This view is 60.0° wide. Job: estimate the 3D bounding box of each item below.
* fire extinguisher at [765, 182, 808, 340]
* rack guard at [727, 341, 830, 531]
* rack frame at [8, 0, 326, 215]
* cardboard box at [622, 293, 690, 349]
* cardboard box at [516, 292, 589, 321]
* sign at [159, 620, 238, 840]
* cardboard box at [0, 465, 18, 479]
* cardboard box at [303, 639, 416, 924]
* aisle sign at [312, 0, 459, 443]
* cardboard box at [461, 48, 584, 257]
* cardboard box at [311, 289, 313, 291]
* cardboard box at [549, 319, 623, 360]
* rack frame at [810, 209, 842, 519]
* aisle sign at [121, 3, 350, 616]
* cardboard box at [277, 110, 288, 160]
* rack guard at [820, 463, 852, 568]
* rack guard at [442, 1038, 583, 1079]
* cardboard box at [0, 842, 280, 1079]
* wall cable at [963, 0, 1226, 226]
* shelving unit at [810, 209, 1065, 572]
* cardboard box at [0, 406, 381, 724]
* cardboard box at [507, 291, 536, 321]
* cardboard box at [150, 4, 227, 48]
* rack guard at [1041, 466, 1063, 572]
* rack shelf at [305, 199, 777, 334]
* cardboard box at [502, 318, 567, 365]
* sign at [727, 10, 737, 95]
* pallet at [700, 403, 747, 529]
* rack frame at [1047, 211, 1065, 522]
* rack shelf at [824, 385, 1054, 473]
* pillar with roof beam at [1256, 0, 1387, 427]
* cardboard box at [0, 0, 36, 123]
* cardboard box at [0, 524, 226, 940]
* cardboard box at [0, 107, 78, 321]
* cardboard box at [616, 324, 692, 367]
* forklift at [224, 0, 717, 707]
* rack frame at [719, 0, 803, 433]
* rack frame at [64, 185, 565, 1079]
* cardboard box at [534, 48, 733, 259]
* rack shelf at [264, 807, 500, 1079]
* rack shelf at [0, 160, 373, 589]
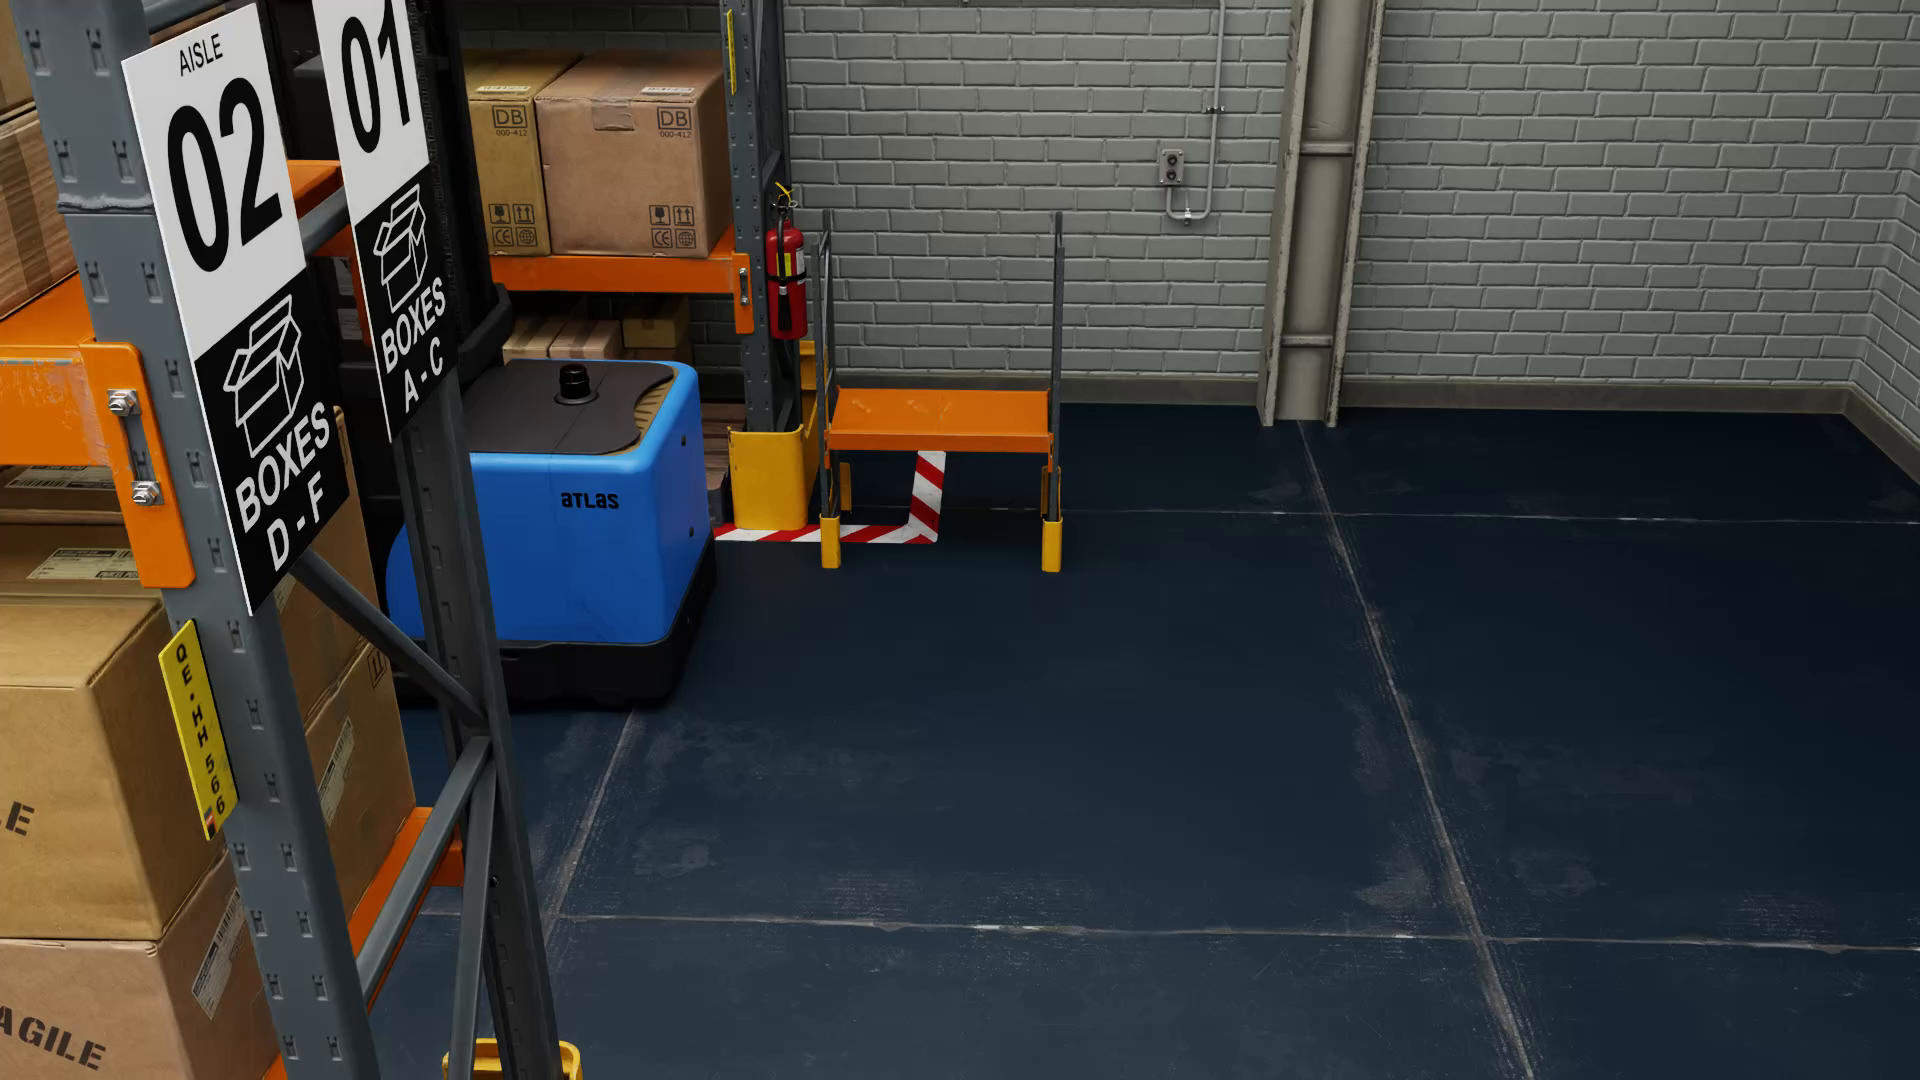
[{"bbox_3d":[-0.771,-1.228,7.344,0.183,0.674,0.296,1,28,2],"label":"fire extinguisher"},{"bbox_3d":[-0.881,-0.540,8.235,0.348,0.500,1.175,1,28,2],"label":"rack guard"},{"bbox_3d":[-1.076,-1.977,1.871,0.127,3.000,1.000,1,28,2],"label":"rack frame"},{"bbox_3d":[-1.476,-1.069,8.092,0.250,0.149,0.380,1,28,2],"label":"cardboard box"},{"bbox_3d":[-1.982,-1.077,8.107,0.250,0.149,0.380,1,28,2],"label":"cardboard box"},{"bbox_3d":[-1.116,0.282,2.442,0.005,0.325,0.100,1,28,2],"label":"sign"},{"bbox_3d":[-2.033,0.052,3.275,0.500,0.500,0.500,1,28,2],"label":"cardboard box"},{"bbox_3d":[-1.510,0.499,3.500,0.500,0.500,0.500,2,28,3],"label":"cardboard box"},{"bbox_3d":[-0.998,-0.611,2.925,0.004,0.787,0.394,1,28,2],"label":"aisle sign"},{"bbox_3d":[-2.143,-1.788,7.600,0.700,0.700,0.980,1,28,1],"label":"cardboard box"},{"bbox_3d":[-3.254,-1.097,8.146,0.250,0.149,0.380,1,28,2],"label":"cardboard box"},{"bbox_3d":[-1.743,-0.894,7.762,0.250,0.149,0.380,1,28,1],"label":"cardboard box"},{"bbox_3d":[-0.593,-0.673,7.417,0.032,1.500,0.500,1,28,2],"label":"rack frame"},{"bbox_3d":[-1.019,-0.330,2.395,0.004,0.787,0.394,1,28,2],"label":"aisle sign"},{"bbox_3d":[-2.904,-1.805,7.632,0.700,0.700,0.980,0,28,-1],"label":"cardboard box"},{"bbox_3d":[-0.574,-0.120,7.709,0.087,0.250,0.587,1,28,2],"label":"rack guard"},{"bbox_3d":[-1.152,1.777,3.864,0.348,0.500,1.175,1,28,2],"label":"rack guard"},{"bbox_3d":[-1.533,0.750,3.027,0.500,0.500,0.500,2,28,3],"label":"cardboard box"},{"bbox_3d":[0.408,-2.516,8.208,1.851,1.984,0.084,1,28,2],"label":"wall cable"},{"bbox_3d":[-0.076,-0.664,7.401,1.083,1.500,0.587,1,28,2],"label":"shelving unit"},{"bbox_3d":[-1.510,0.057,3.266,0.500,0.500,0.500,2,28,3],"label":"cardboard box"},{"bbox_3d":[-2.233,-1.081,8.115,0.250,0.149,0.380,1,28,2],"label":"cardboard box"},{"bbox_3d":[-1.580,-0.937,2.738,0.500,0.250,0.500,1,28,2],"label":"cardboard box"},{"bbox_3d":[0.422,-0.103,7.678,0.087,0.250,0.587,1,28,2],"label":"rack guard"},{"bbox_3d":[-2.904,-1.360,7.882,4.000,0.370,1.077,1,28,2],"label":"rack shelf"},{"bbox_3d":[-1.998,-0.898,7.770,0.250,0.149,0.380,2,28,3],"label":"cardboard box"},{"bbox_3d":[-0.938,-2.008,6.845,0.005,0.325,0.100,1,28,2],"label":"sign"},{"bbox_3d":[-1.707,-0.390,8.260,1.213,0.211,1.003,1,28,2],"label":"pallet"},{"bbox_3d":[0.423,-0.656,7.386,0.032,1.500,0.500,1,28,2],"label":"rack frame"},{"bbox_3d":[-0.085,-0.505,7.486,1.000,0.185,0.538,1,28,2],"label":"rack shelf"},{"bbox_3d":[1.672,-2.641,3.124,0.400,9.000,9.100,1,28,2],"label":"pillar with roof beam"},{"bbox_3d":[-1.599,-0.695,2.283,0.500,0.250,0.500,1,28,2],"label":"cardboard box"},{"bbox_3d":[-1.531,0.309,2.790,0.500,0.500,0.500,1,28,1],"label":"cardboard box"},{"bbox_3d":[-1.599,-0.470,2.392,0.500,0.250,0.500,1,28,2],"label":"cardboard box"},{"bbox_3d":[-1.608,-0.691,8.071,0.500,0.500,0.700,1,28,2],"label":"cardboard box"},{"bbox_3d":[-2.599,-0.901,6.320,3.031,2.935,1.130,2,28,3],"label":"forklift"},{"bbox_3d":[-0.905,-1.645,7.651,0.127,3.000,1.000,1,28,2],"label":"rack frame"},{"bbox_3d":[-1.076,0.674,3.277,0.127,3.000,1.000,1,28,2],"label":"rack frame"},{"bbox_3d":[-1.415,-1.781,7.587,0.700,0.700,0.980,2,28,4],"label":"cardboard box"},{"bbox_3d":[-3.075,0.958,3.507,4.000,0.370,1.077,1,28,2],"label":"rack shelf"},{"bbox_3d":[-3.075,-0.367,2.805,4.000,0.370,1.077,1,28,2],"label":"rack shelf"}]
